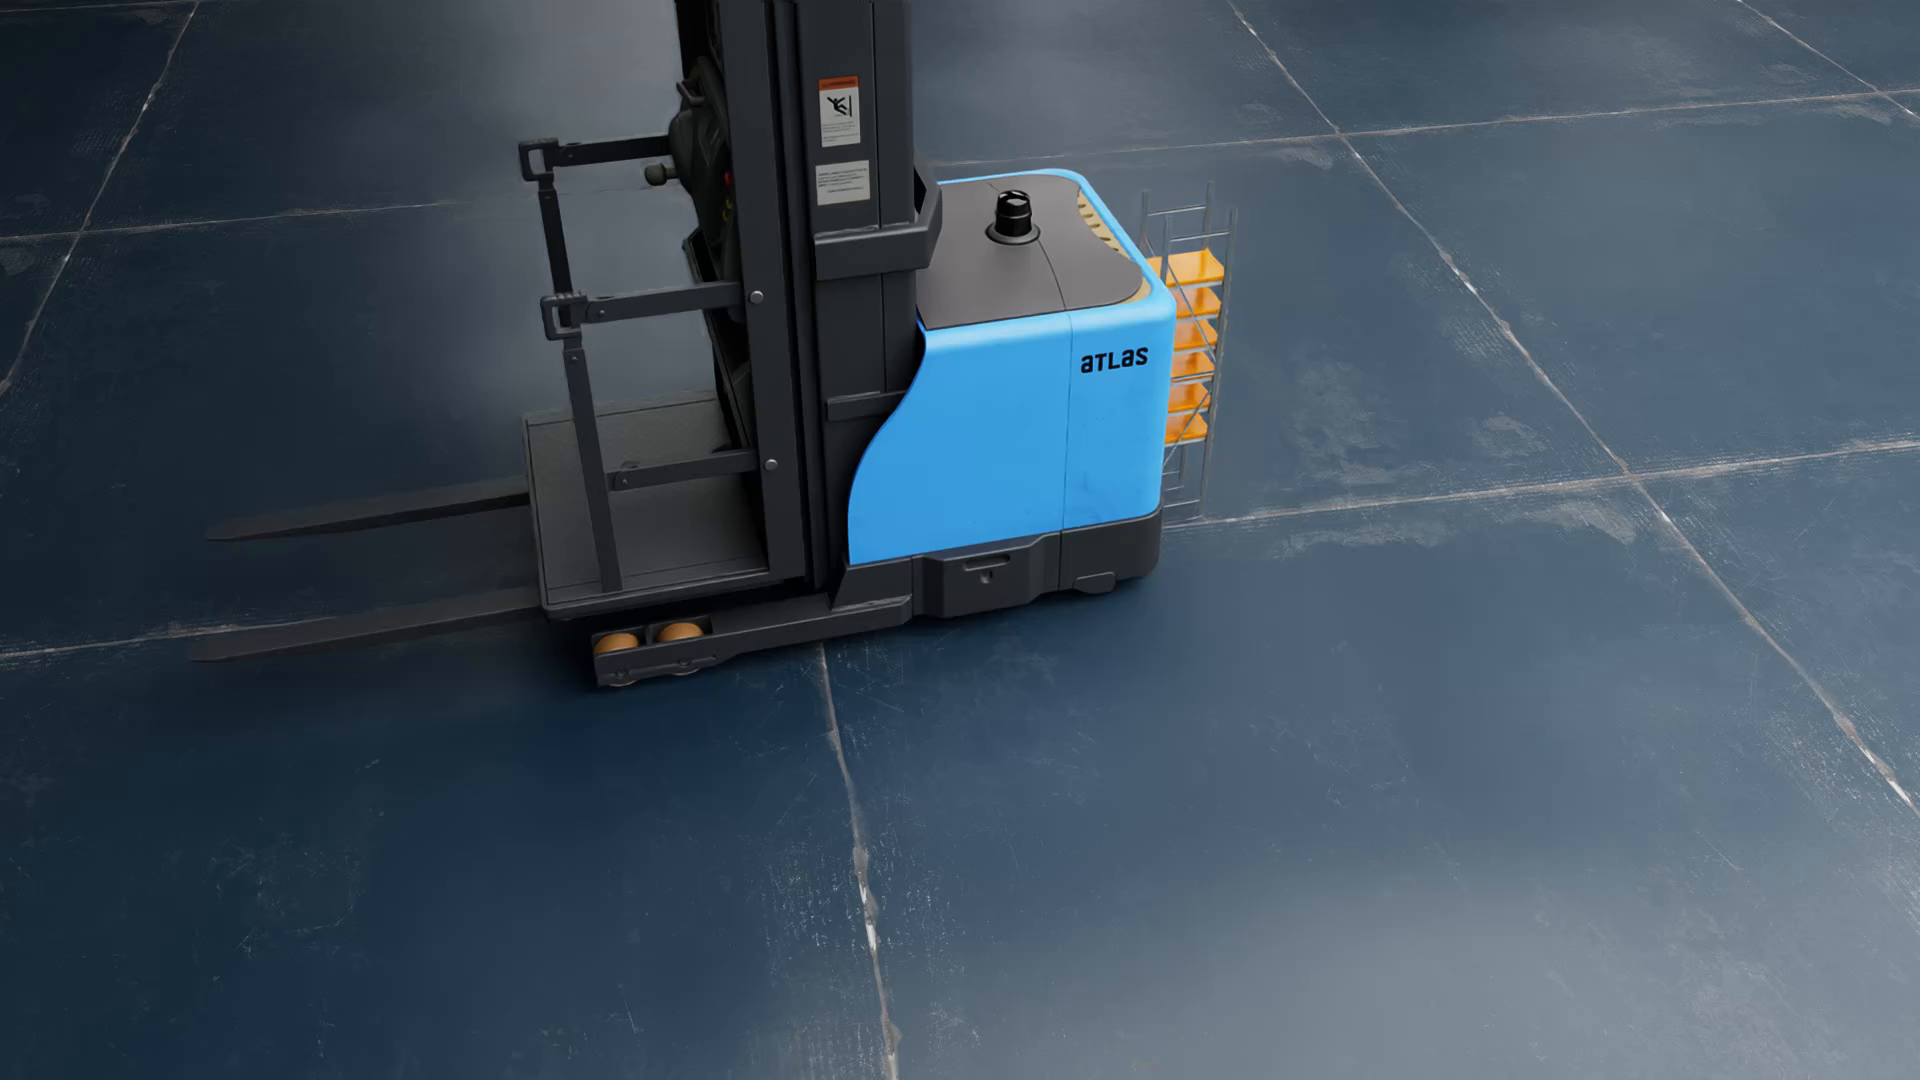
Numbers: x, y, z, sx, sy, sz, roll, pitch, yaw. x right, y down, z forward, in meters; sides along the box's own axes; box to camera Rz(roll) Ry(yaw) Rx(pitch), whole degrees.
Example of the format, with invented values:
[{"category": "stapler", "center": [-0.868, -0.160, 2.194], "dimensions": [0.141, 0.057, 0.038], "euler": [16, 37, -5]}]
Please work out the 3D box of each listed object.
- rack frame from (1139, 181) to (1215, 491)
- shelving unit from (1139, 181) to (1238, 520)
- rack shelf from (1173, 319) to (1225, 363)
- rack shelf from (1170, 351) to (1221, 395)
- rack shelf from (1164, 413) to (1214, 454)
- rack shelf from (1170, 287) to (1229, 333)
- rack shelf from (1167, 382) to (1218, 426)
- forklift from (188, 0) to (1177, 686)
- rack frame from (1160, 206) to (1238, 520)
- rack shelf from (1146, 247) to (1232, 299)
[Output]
[{"category": "rack frame", "center": [0.689, -0.640, 5.596], "dimensions": [0.240, 1.200, 0.006], "euler": [-10, 39, -13]}, {"category": "shelving unit", "center": [0.715, -0.587, 5.527], "dimensions": [0.258, 1.200, 0.189], "euler": [-10, 39, -13]}, {"category": "rack shelf", "center": [0.715, -0.646, 5.481], "dimensions": [0.258, 0.103, 0.180], "euler": [-10, 39, -13]}, {"category": "rack shelf", "center": [0.715, -0.552, 5.554], "dimensions": [0.258, 0.103, 0.180], "euler": [-10, 39, -13]}, {"category": "rack shelf", "center": [0.715, -0.362, 5.702], "dimensions": [0.258, 0.103, 0.180], "euler": [-10, 39, -13]}, {"category": "rack shelf", "center": [0.715, -0.741, 5.407], "dimensions": [0.258, 0.103, 0.180], "euler": [-10, 39, -13]}, {"category": "rack shelf", "center": [0.715, -0.457, 5.628], "dimensions": [0.258, 0.103, 0.180], "euler": [-10, 39, -13]}, {"category": "forklift", "center": [-0.913, -1.064, 4.730], "dimensions": [3.031, 2.935, 1.130], "euler": [-9, 39, -12]}, {"category": "rack frame", "center": [0.741, -0.533, 5.458], "dimensions": [0.240, 1.200, 0.006], "euler": [-10, 39, -13]}, {"category": "rack shelf", "center": [0.715, -0.836, 5.334], "dimensions": [0.258, 0.103, 0.180], "euler": [-10, 39, -13]}]
